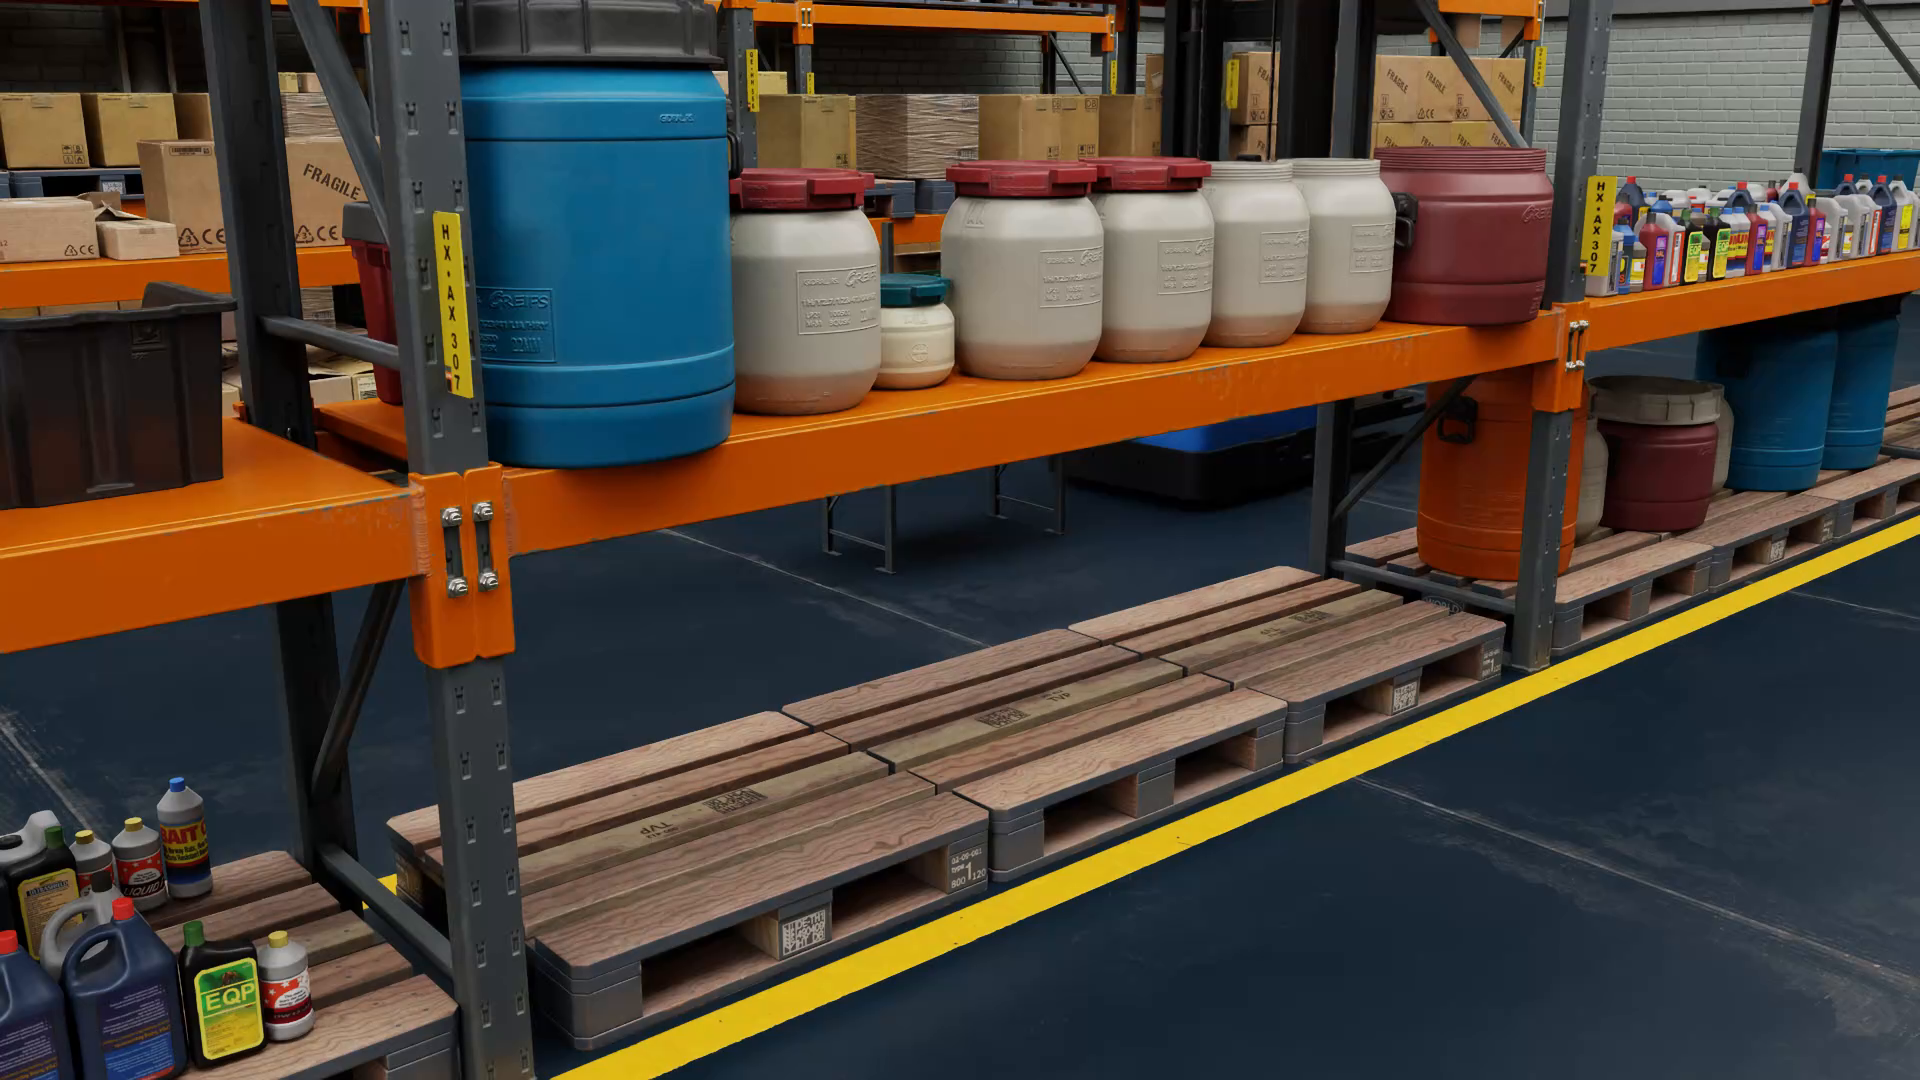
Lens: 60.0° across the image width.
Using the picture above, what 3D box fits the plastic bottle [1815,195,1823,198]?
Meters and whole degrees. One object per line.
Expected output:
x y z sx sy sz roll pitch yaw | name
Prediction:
3.837 -1.410 7.464 0.097 0.271 0.097 0 15 0 | plastic bottle

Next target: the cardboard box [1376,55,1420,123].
3.233 -3.534 13.037 0.500 0.500 0.500 -12 19 -38 | cardboard box

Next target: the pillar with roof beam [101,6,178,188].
-3.468 -5.010 9.069 0.400 9.000 9.100 -13 19 -39 | pillar with roof beam

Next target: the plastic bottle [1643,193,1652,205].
3.124 -1.457 7.642 0.097 0.271 0.097 0 15 0 | plastic bottle

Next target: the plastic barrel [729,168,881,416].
-0.394 -0.580 3.847 0.433 0.535 0.433 0 15 0 | plastic barrel

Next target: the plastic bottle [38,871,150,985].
-1.651 0.809 3.189 0.185 0.351 0.144 -13 19 -39 | plastic bottle

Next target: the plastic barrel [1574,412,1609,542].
2.483 -0.273 6.967 0.421 0.512 0.421 0 15 0 | plastic barrel

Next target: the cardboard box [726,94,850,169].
-1.089 -2.418 9.981 0.700 0.500 0.500 8 17 28 | cardboard box

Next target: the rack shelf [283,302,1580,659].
0.250 -0.387 4.778 4.000 0.370 1.077 -13 19 -39 | rack shelf

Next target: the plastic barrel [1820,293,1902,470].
4.354 -0.851 8.375 0.708 0.901 0.600 -13 19 -39 | plastic barrel

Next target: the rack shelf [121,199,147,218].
-6.254 -2.315 11.999 4.000 0.370 1.077 -13 19 -39 | rack shelf

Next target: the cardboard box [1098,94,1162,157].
1.023 -2.930 11.899 0.700 0.500 0.500 8 17 28 | cardboard box

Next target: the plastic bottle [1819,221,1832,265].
3.689 -1.290 7.153 0.097 0.201 0.097 0 15 0 | plastic bottle

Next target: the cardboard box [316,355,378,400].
-2.874 -0.788 8.314 0.500 0.311 0.500 -12 19 -38 | cardboard box

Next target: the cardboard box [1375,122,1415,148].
3.236 -3.055 13.181 0.500 0.500 0.500 -13 20 -40 | cardboard box

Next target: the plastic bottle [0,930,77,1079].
-1.701 0.870 2.962 0.185 0.351 0.144 -14 20 -42 | plastic bottle

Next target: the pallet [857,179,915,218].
-1.025 -2.074 10.072 1.003 0.211 1.213 -13 19 -39 | pallet

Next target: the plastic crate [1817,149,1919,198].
4.904 -1.917 9.030 0.575 0.384 0.392 -13 19 -39 | plastic crate

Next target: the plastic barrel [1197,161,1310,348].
0.805 -0.840 4.864 0.421 0.512 0.421 0 15 0 | plastic barrel

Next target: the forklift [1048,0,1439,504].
1.864 -1.903 9.195 1.130 2.935 3.031 14 21 43 | forklift

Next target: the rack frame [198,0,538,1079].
-1.259 -0.395 3.417 0.127 3.000 1.000 -13 19 -39 | rack frame

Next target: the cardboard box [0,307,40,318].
-6.861 -1.554 11.747 0.500 0.500 0.700 -13 20 -40 | cardboard box

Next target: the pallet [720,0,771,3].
-2.387 -4.871 14.732 1.217 0.209 0.805 -14 20 -42 | pallet

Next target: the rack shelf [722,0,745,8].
-2.999 -2.801 8.004 4.000 0.370 1.077 -13 19 -39 | rack shelf

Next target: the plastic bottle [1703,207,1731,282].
2.951 -1.158 6.499 0.133 0.283 0.061 -13 19 -39 | plastic bottle

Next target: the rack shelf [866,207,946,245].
0.018 -2.029 10.928 4.000 0.370 1.077 -13 19 -39 | rack shelf

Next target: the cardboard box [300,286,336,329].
-5.254 -1.874 12.946 0.500 0.500 0.700 -12 19 -39 | cardboard box

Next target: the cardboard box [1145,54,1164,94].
1.739 -3.383 12.471 0.500 0.500 0.500 -13 19 -39 | cardboard box

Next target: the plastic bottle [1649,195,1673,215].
3.145 -1.413 7.475 0.097 0.271 0.097 0 15 0 | plastic bottle

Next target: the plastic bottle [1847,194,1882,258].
4.035 -1.414 7.470 0.135 0.276 0.152 -13 19 -39 | plastic bottle

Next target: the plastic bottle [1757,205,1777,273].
3.274 -1.231 6.796 0.097 0.271 0.097 0 15 0 | plastic bottle

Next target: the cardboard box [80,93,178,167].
-6.018 -2.965 11.993 0.500 0.500 0.700 -13 19 -39 | cardboard box

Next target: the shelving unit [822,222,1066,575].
-0.064 -0.710 7.502 1.048 1.500 0.538 -13 19 -39 | shelving unit

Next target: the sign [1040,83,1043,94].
0.930 -4.922 18.535 0.005 0.325 0.100 -13 19 -39 | sign

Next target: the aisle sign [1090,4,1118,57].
1.541 -5.567 17.740 0.004 0.787 0.394 -13 19 -39 | aisle sign

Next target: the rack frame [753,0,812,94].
-1.728 -3.679 15.711 0.127 3.000 1.000 -13 19 -39 | rack frame

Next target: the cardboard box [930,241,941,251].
-0.326 -2.952 17.019 0.500 0.500 0.700 -12 19 -38 | cardboard box

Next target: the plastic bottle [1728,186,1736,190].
3.795 -1.608 8.206 0.097 0.271 0.097 0 15 0 | plastic bottle

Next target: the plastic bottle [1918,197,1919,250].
4.546 -1.516 7.840 0.133 0.283 0.061 -13 19 -39 | plastic bottle

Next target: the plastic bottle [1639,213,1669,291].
2.575 -1.074 6.183 0.133 0.283 0.061 -13 19 -39 | plastic bottle

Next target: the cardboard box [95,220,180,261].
-3.705 -1.349 7.475 0.250 0.149 0.380 -13 19 -39 | cardboard box

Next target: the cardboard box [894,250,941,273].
-0.130 -1.794 11.190 0.500 0.250 0.500 -13 20 -40 | cardboard box

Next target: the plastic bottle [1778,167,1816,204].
4.267 -1.723 8.485 0.185 0.351 0.144 -13 19 -39 | plastic bottle

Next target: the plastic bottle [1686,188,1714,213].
3.478 -1.529 7.904 0.135 0.276 0.152 -13 19 -39 | plastic bottle

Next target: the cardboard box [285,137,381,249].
-3.143 -1.710 8.144 0.500 0.500 0.500 -13 19 -39 | cardboard box

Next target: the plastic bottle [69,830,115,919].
-1.941 0.747 3.710 0.097 0.201 0.097 0 15 0 | plastic bottle

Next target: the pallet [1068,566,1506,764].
1.148 0.398 5.851 1.213 0.211 1.003 -13 19 -39 | pallet

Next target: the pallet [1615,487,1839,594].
3.246 -0.073 7.614 1.213 0.211 1.003 -13 19 -39 | pallet

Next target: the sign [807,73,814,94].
-1.364 -4.096 15.183 0.005 0.325 0.100 -13 19 -39 | sign

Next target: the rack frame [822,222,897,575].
-0.448 -0.624 7.180 0.032 1.500 0.500 -13 19 -39 | rack frame
